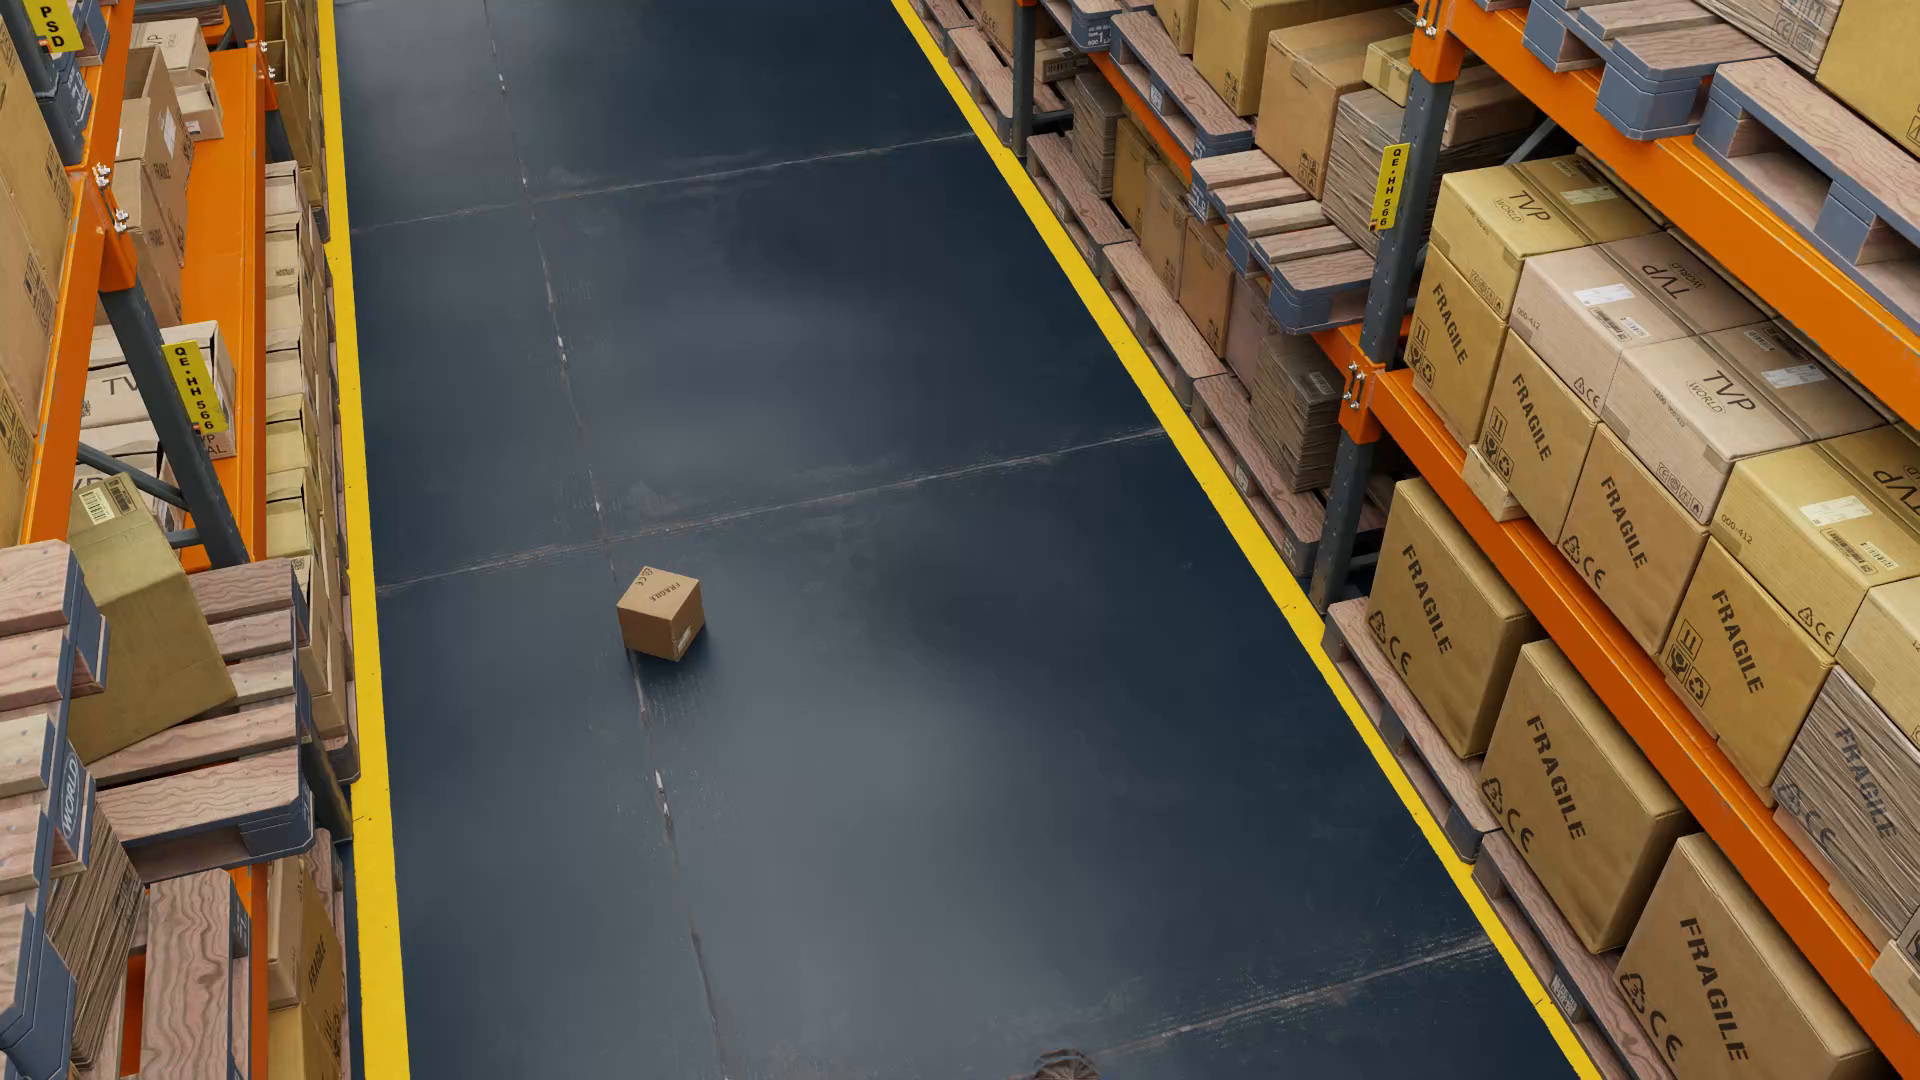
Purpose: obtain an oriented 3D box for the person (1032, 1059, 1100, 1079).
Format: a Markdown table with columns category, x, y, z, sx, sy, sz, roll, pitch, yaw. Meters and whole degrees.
| category | x | y | z | sx | sy | sz | roll | pitch | yaw |
| --- | --- | --- | --- | --- | --- | --- | --- | --- | --- |
| person | 0.247 | 1.851 | 4.127 | 0.444 | 1.676 | 0.426 | -10 | 43 | -10 |
